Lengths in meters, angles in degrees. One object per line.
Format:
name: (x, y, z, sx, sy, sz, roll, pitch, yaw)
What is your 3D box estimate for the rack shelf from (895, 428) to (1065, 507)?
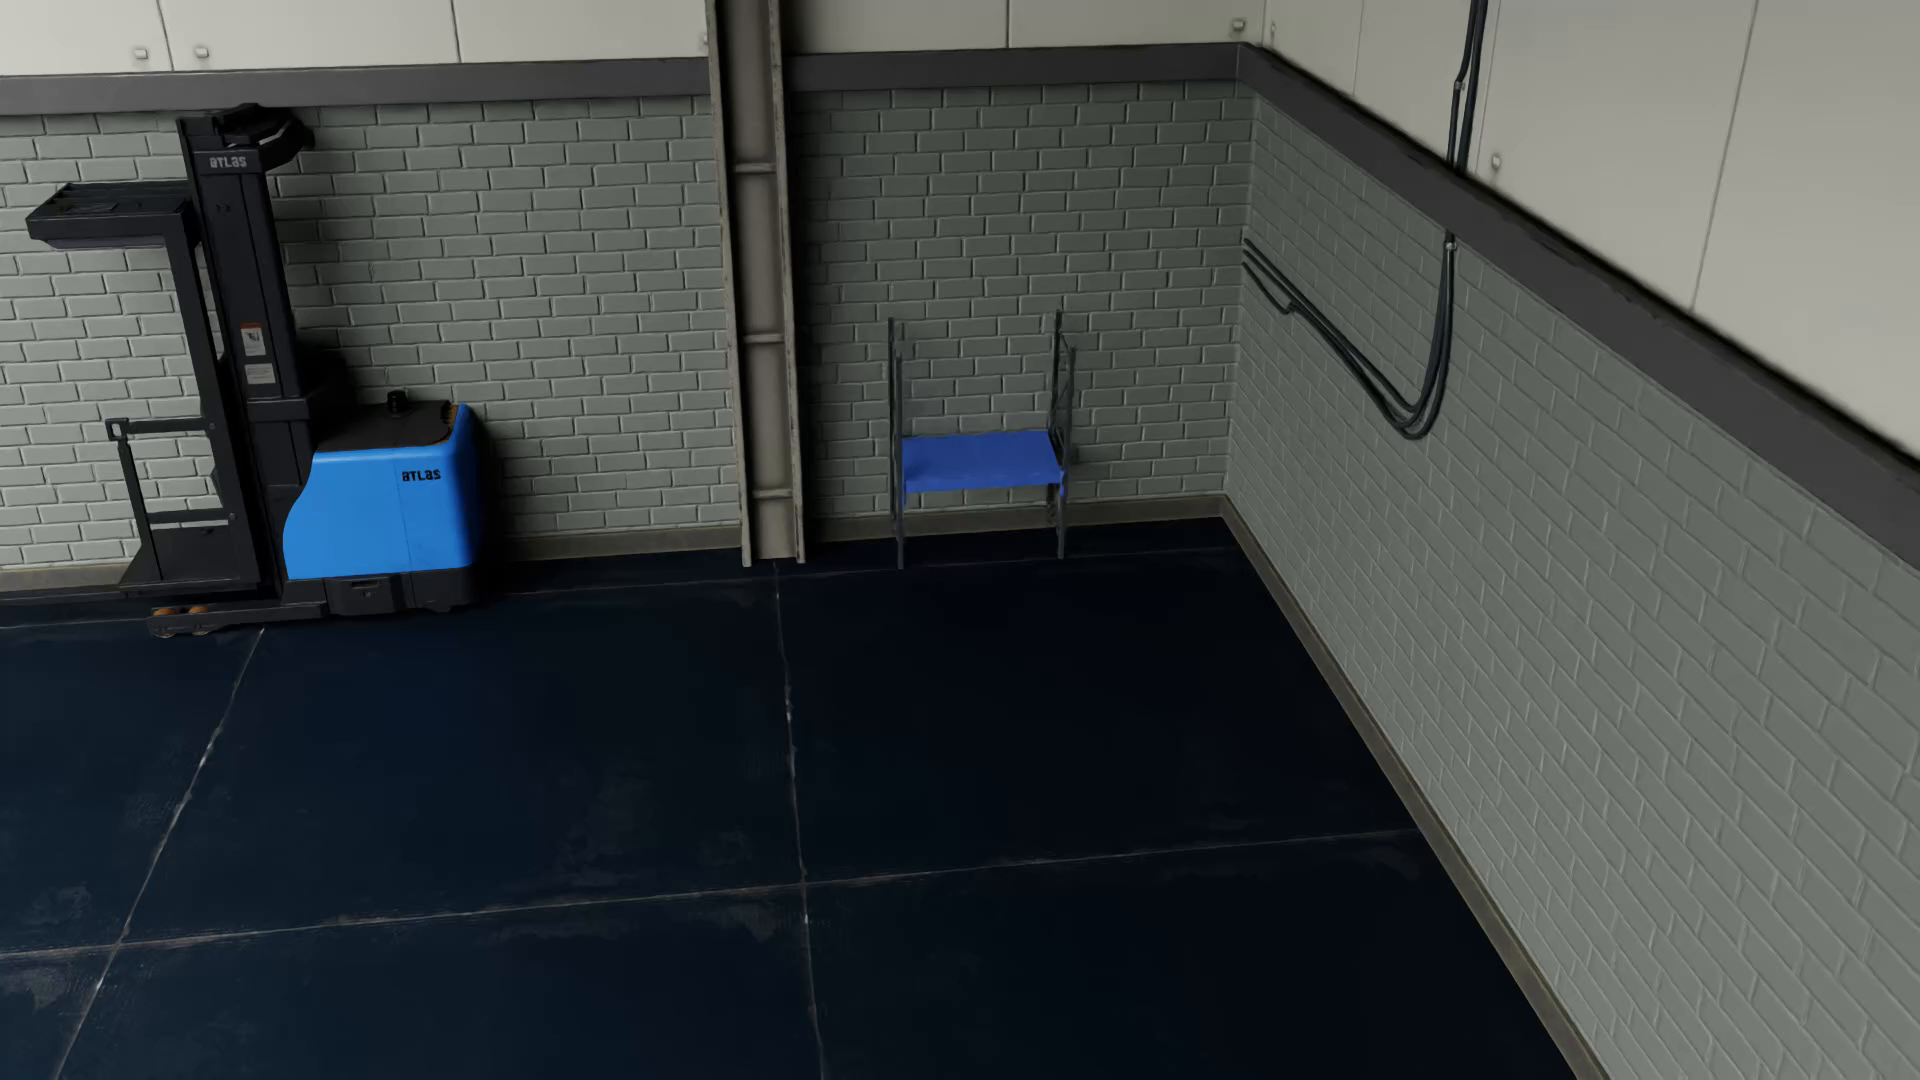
rack shelf: (0.110, -0.457, 10.319, 1.000, 0.185, 0.538, -4, 35, -7)

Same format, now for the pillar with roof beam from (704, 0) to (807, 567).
pillar with roof beam: (-0.586, -1.972, 4.736, 0.400, 9.000, 9.100, -4, 27, -7)

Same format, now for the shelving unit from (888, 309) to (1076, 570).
shelving unit: (0.112, -0.605, 10.216, 1.048, 1.500, 0.538, -4, 35, -7)

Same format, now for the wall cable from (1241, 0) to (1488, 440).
wall cable: (1.916, -2.126, 8.437, 0.112, 2.526, 3.097, -4, 27, -7)

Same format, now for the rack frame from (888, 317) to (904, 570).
rack frame: (-0.392, -0.572, 10.157, 0.032, 1.500, 0.500, -4, 35, -7)

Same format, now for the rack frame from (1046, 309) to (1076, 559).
rack frame: (0.616, -0.638, 10.275, 0.032, 1.500, 0.500, -4, 35, -7)

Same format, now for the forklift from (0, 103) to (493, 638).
forklift: (-4.407, -0.996, 9.480, 3.031, 2.935, 1.130, -4, 27, -8)
